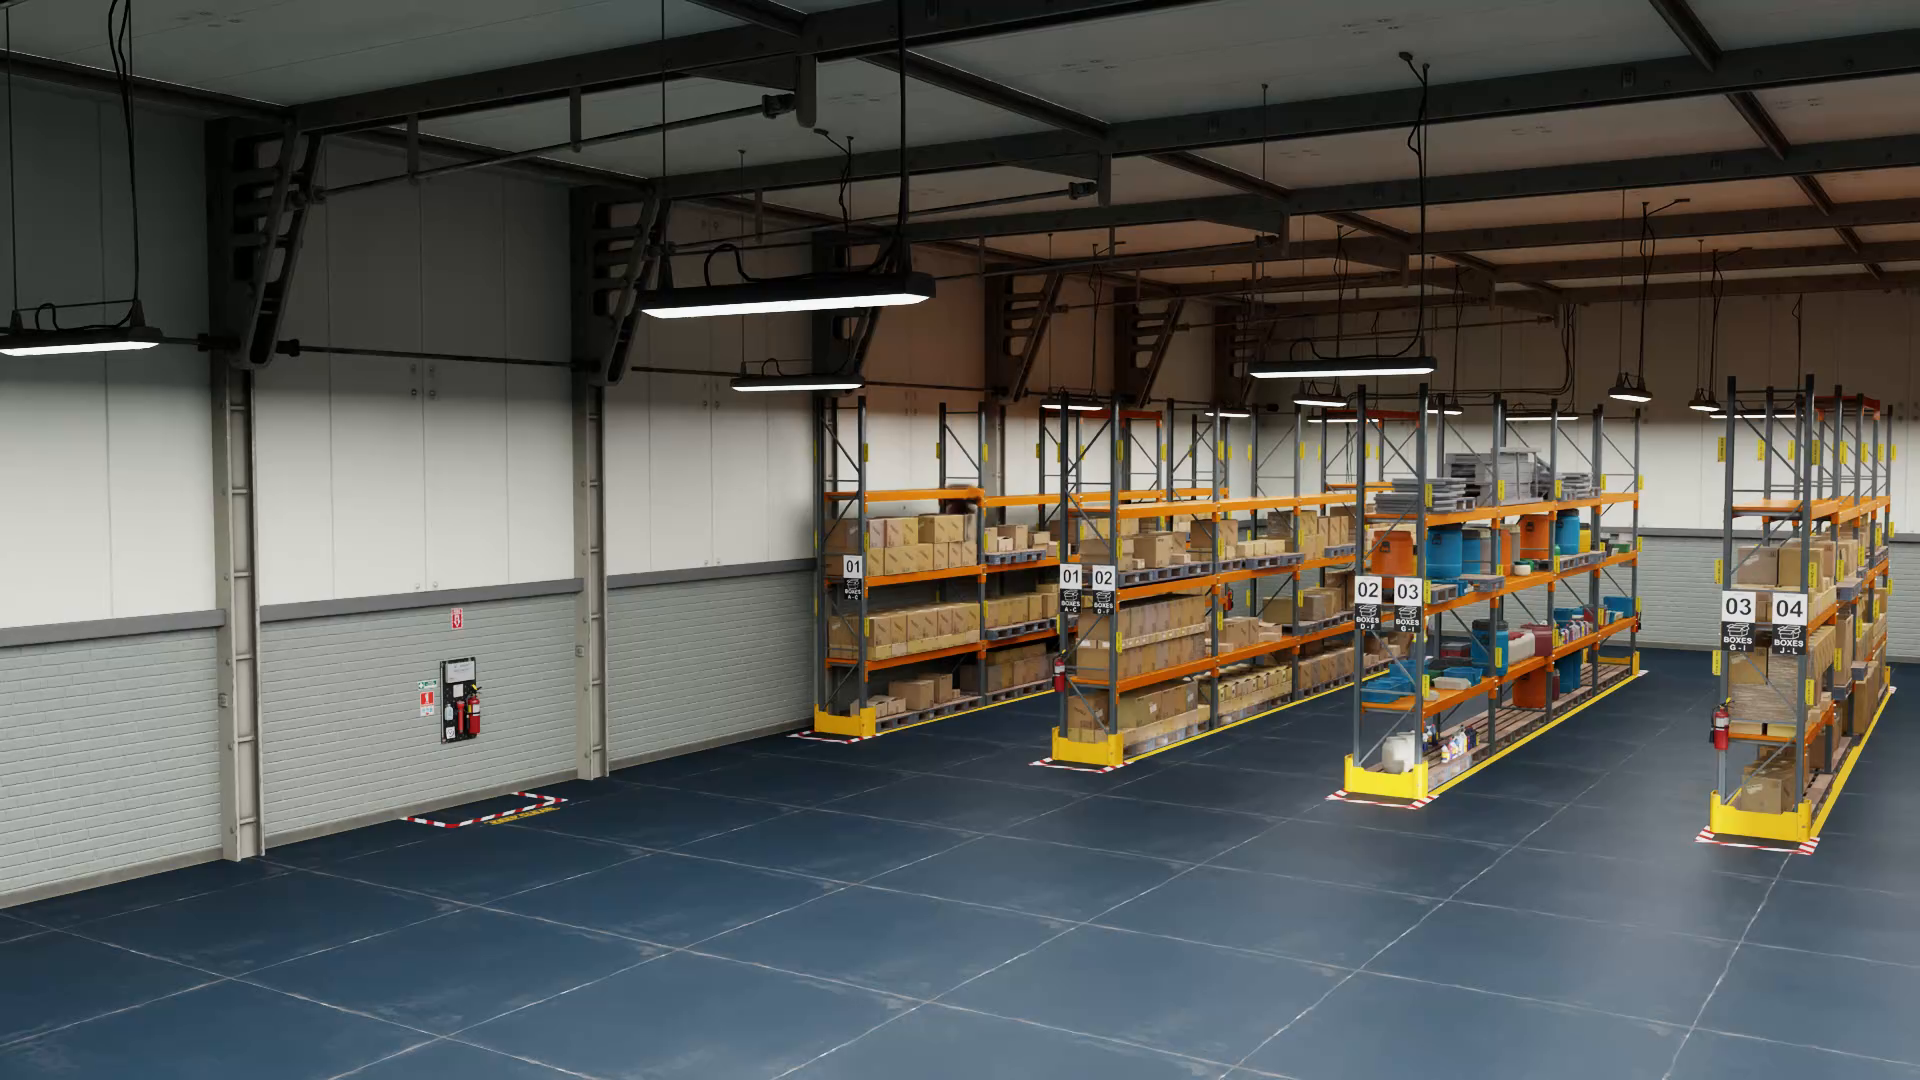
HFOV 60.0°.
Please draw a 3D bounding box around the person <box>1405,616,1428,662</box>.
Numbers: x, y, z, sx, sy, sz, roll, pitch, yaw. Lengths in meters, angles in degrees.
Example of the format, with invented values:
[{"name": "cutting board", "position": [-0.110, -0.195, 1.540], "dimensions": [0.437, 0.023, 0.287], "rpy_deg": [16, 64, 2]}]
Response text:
[{"name": "person", "position": [9.891, 2.223, 36.052], "dimensions": [0.605, 1.774, 0.412], "rpy_deg": [-3, 4, -41]}]
